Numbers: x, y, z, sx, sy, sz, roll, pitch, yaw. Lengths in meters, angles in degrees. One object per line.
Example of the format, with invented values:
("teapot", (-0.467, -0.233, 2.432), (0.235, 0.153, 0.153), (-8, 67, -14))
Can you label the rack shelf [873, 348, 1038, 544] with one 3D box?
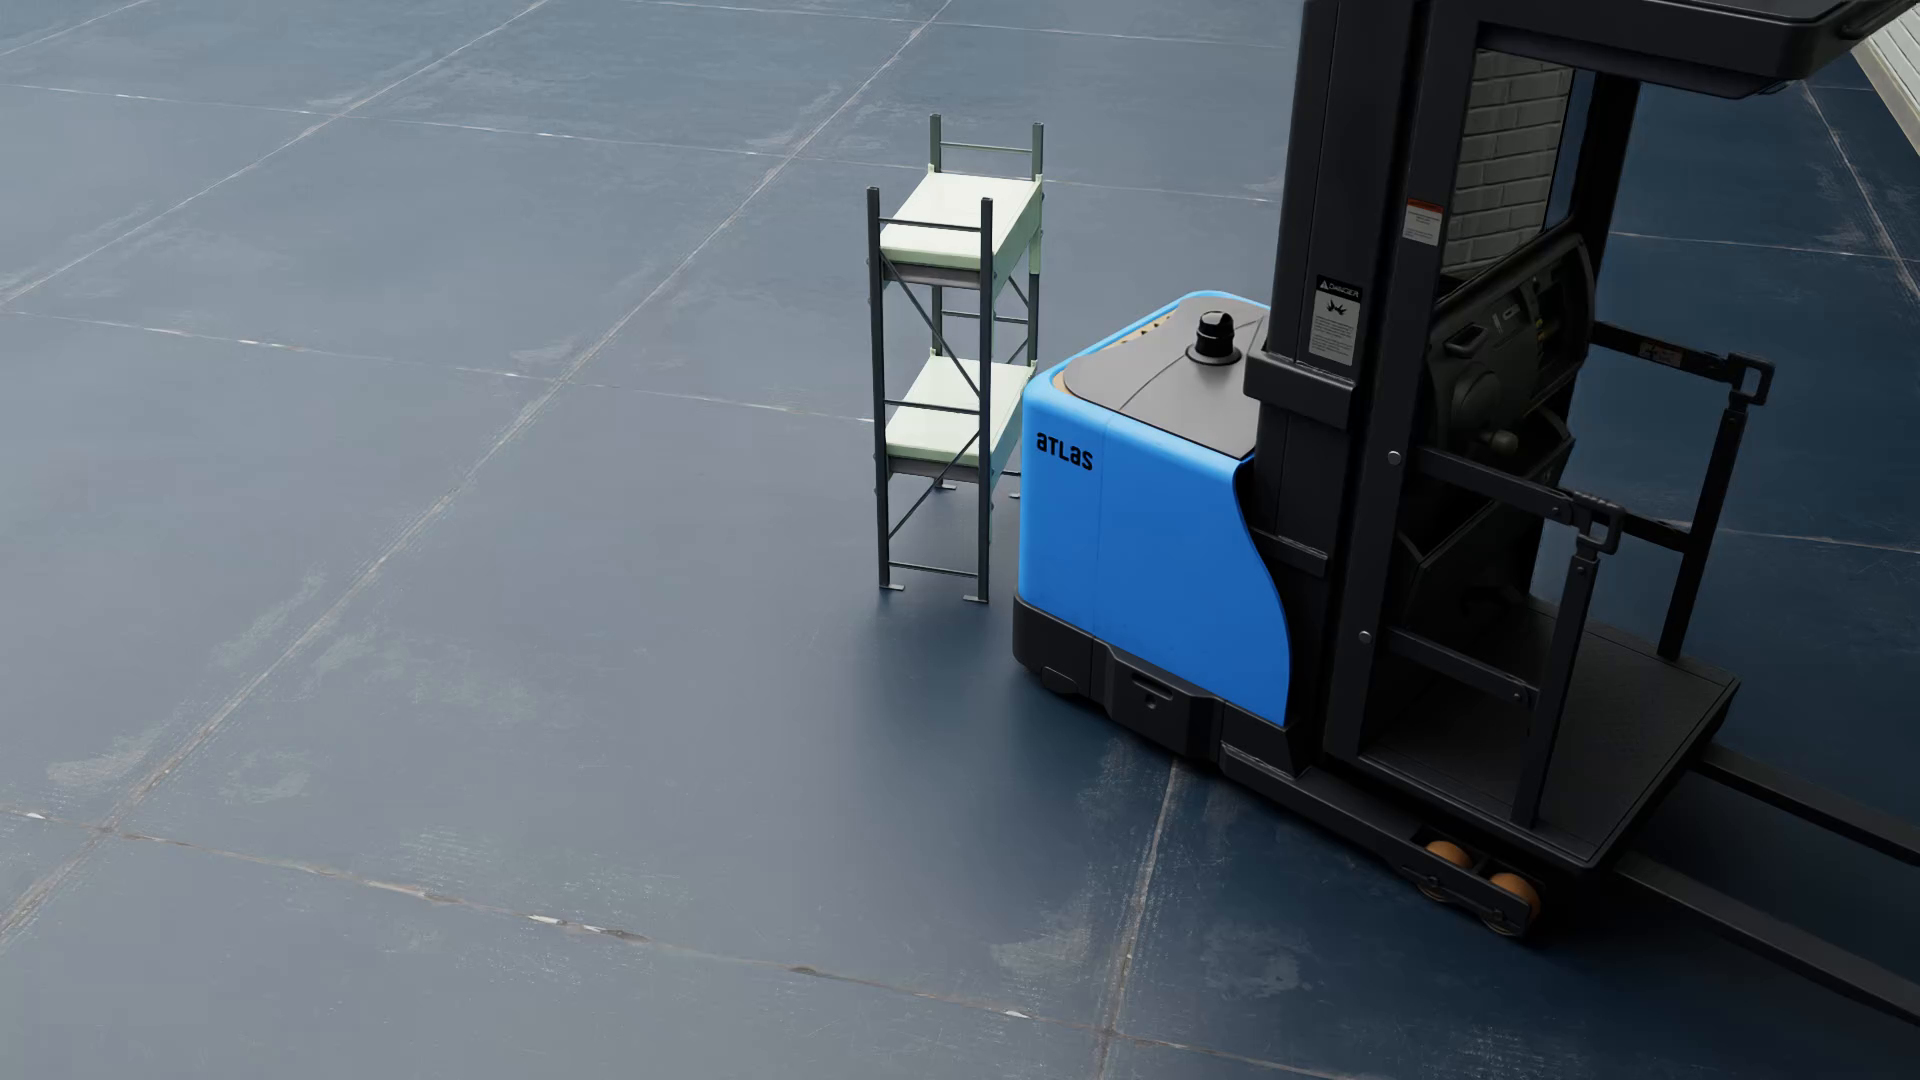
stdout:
("rack shelf", (-0.002, -0.354, 6.017), (0.431, 0.370, 0.720), (8, 33, 12))

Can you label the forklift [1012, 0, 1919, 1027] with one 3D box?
("forklift", (1.614, -0.477, 4.269), (3.031, 2.935, 1.130), (25, 40, 34))

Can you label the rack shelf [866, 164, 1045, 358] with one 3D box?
("rack shelf", (-0.002, -0.959, 5.633), (0.431, 0.370, 0.720), (8, 33, 12))

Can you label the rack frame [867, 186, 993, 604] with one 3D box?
("rack frame", (-0.095, -0.440, 5.543), (0.400, 1.500, 0.023), (8, 33, 12))

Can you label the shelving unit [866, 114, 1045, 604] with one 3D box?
("shelving unit", (-0.002, -0.629, 5.842), (0.431, 1.500, 0.755), (8, 33, 12))

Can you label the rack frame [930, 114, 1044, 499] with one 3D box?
("rack frame", (0.091, -0.819, 6.141), (0.400, 1.500, 0.023), (8, 33, 12))
